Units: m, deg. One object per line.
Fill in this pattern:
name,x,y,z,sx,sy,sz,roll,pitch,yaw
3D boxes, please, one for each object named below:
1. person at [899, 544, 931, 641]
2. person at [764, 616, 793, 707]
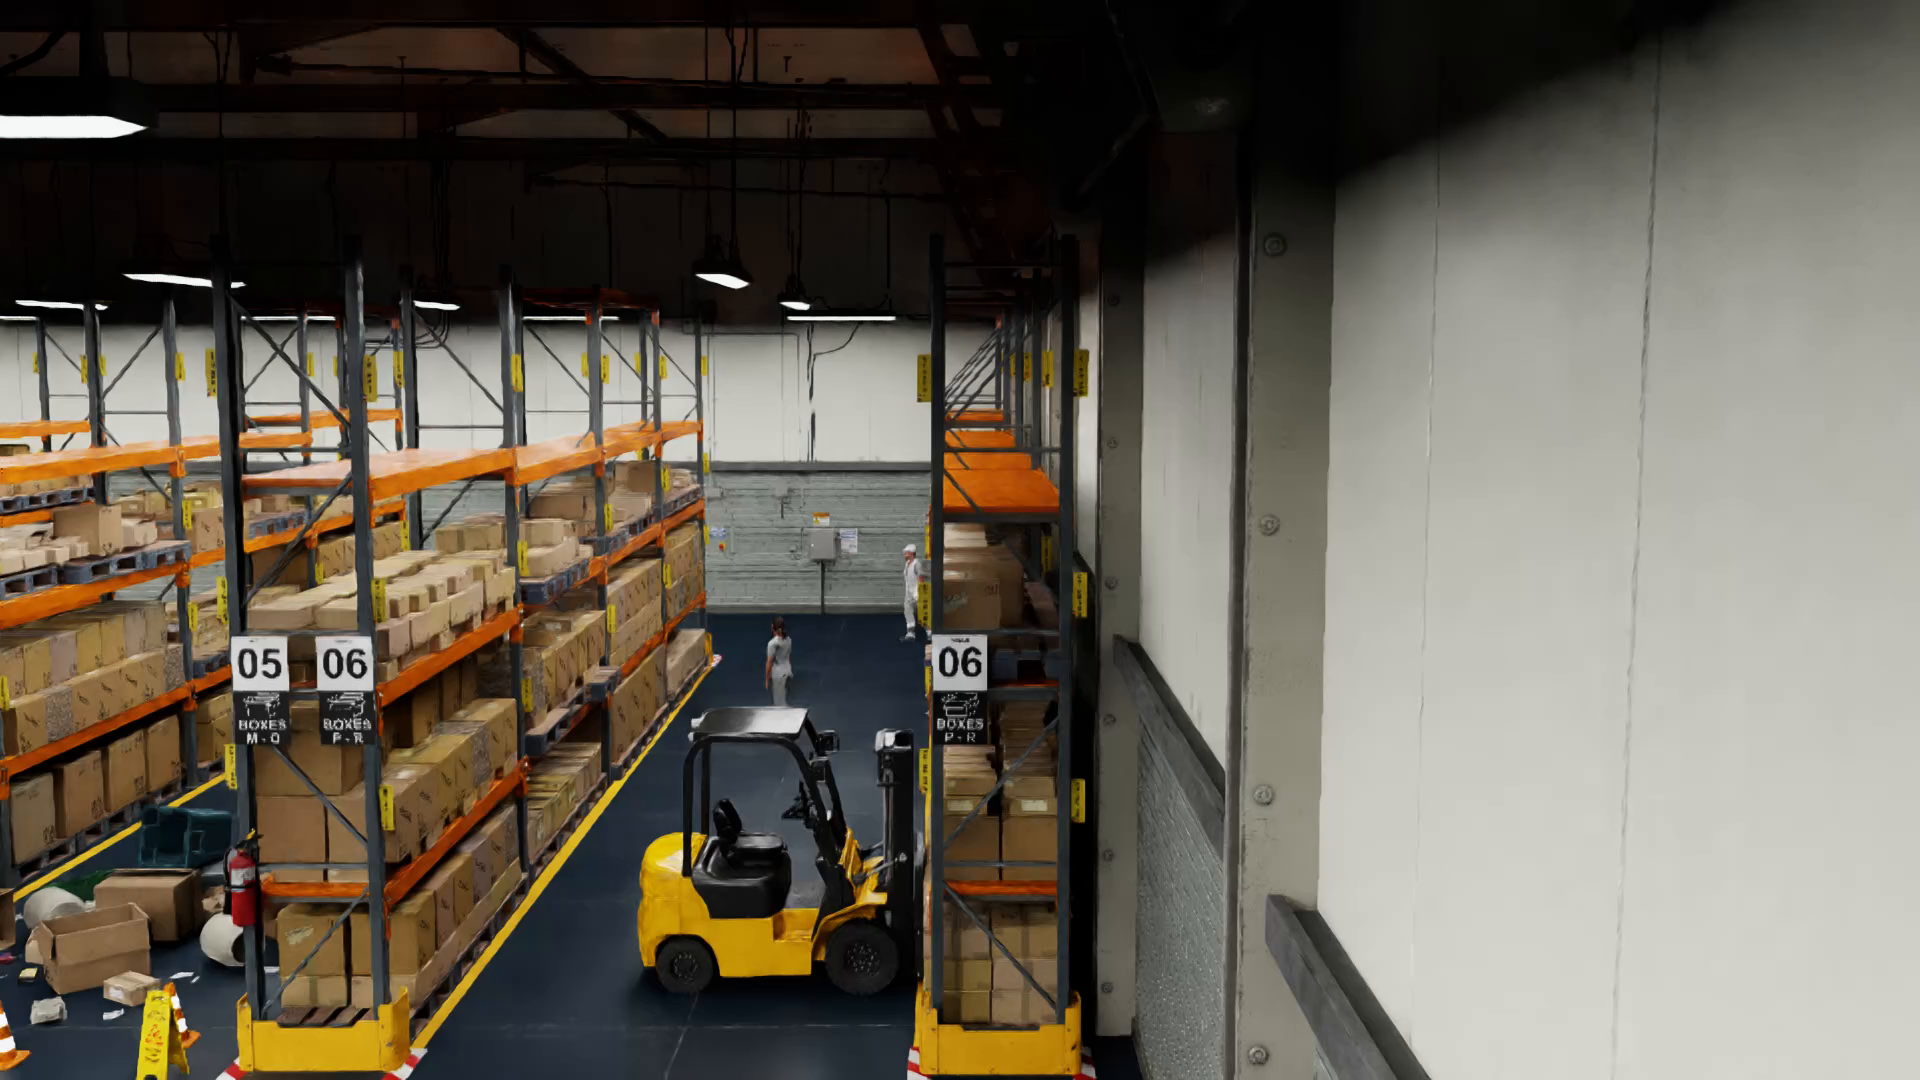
person,-0.795,0.954,30.231,0.620,1.784,0.566,-4,8,-34
person,-2.460,1.865,22.383,0.564,1.640,0.563,3,7,27
